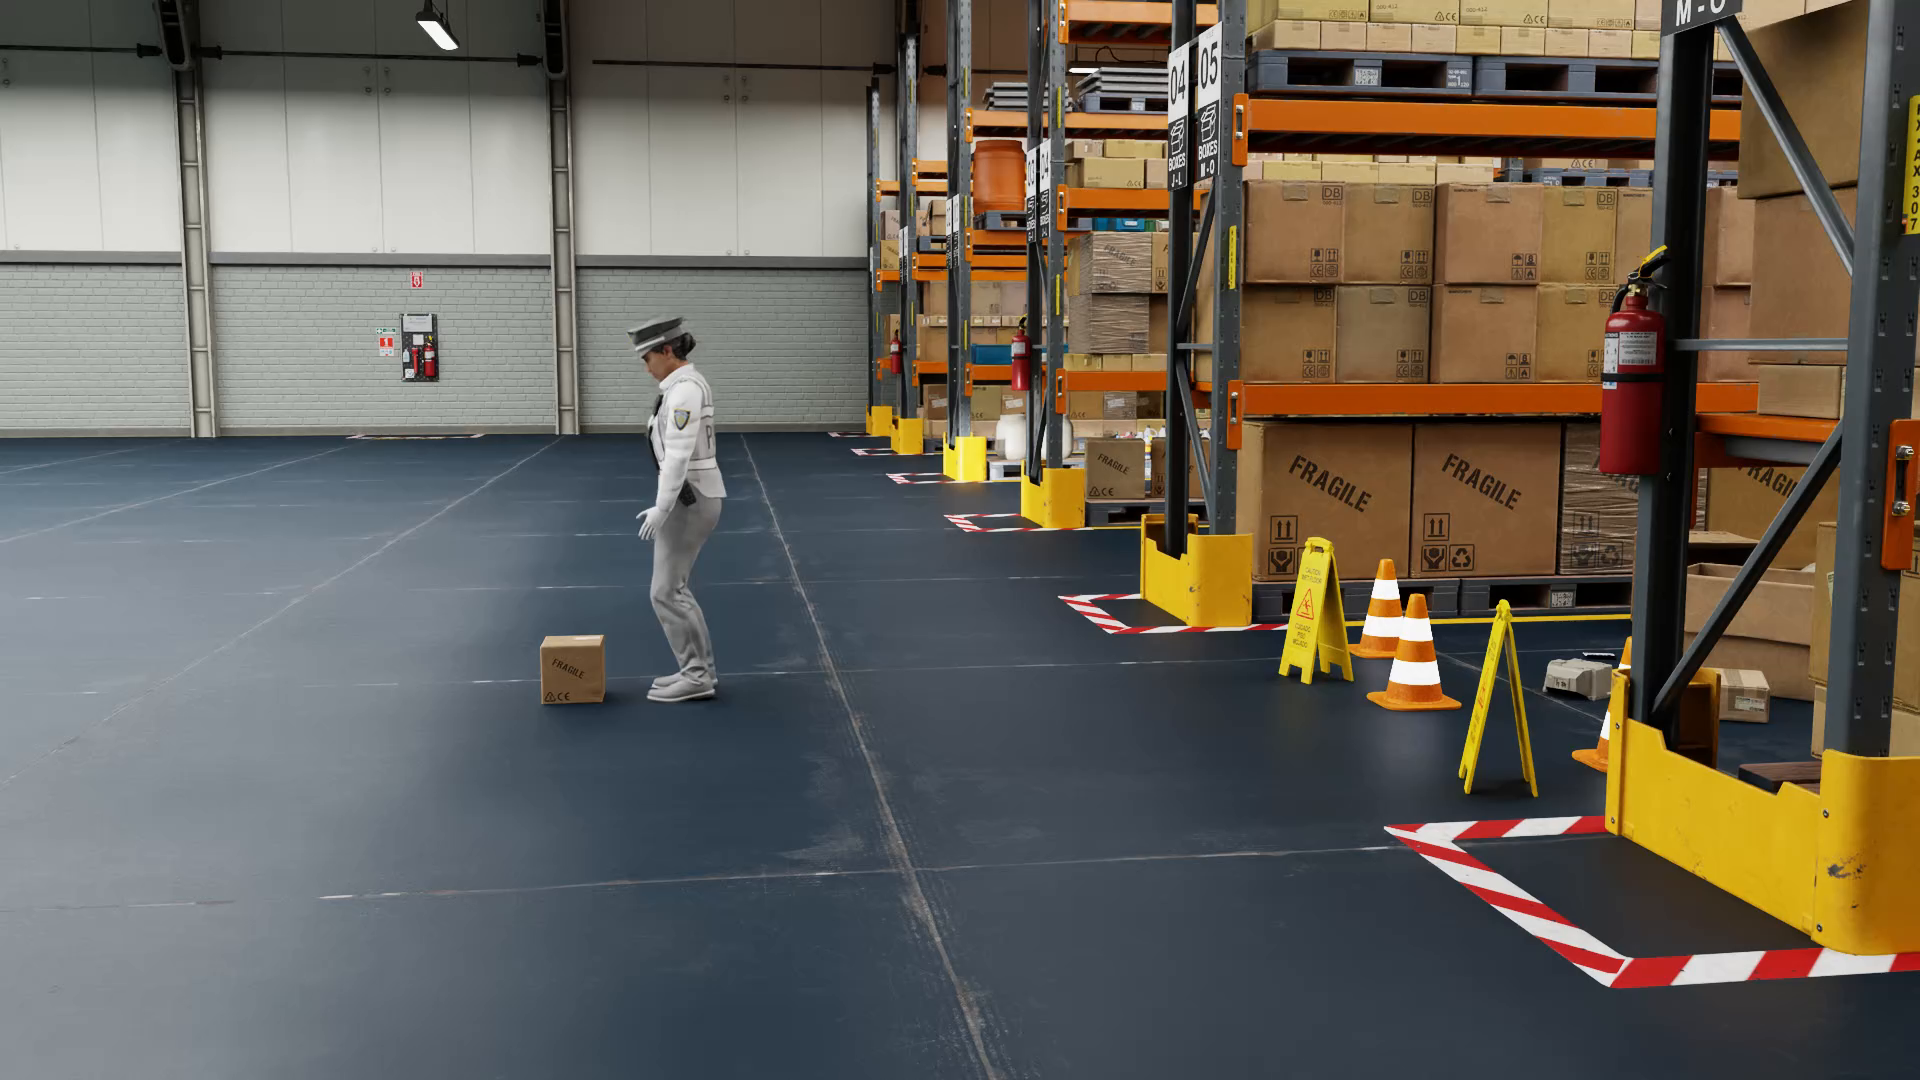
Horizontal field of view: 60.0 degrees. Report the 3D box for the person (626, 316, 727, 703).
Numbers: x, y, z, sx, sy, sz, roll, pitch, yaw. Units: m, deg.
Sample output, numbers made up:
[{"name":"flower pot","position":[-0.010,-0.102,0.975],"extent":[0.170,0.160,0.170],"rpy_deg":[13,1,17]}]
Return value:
[{"name":"person","position":[-1.207,-0.133,7.135],"extent":[0.412,1.642,0.492],"rpy_deg":[-1,7,-7]}]
